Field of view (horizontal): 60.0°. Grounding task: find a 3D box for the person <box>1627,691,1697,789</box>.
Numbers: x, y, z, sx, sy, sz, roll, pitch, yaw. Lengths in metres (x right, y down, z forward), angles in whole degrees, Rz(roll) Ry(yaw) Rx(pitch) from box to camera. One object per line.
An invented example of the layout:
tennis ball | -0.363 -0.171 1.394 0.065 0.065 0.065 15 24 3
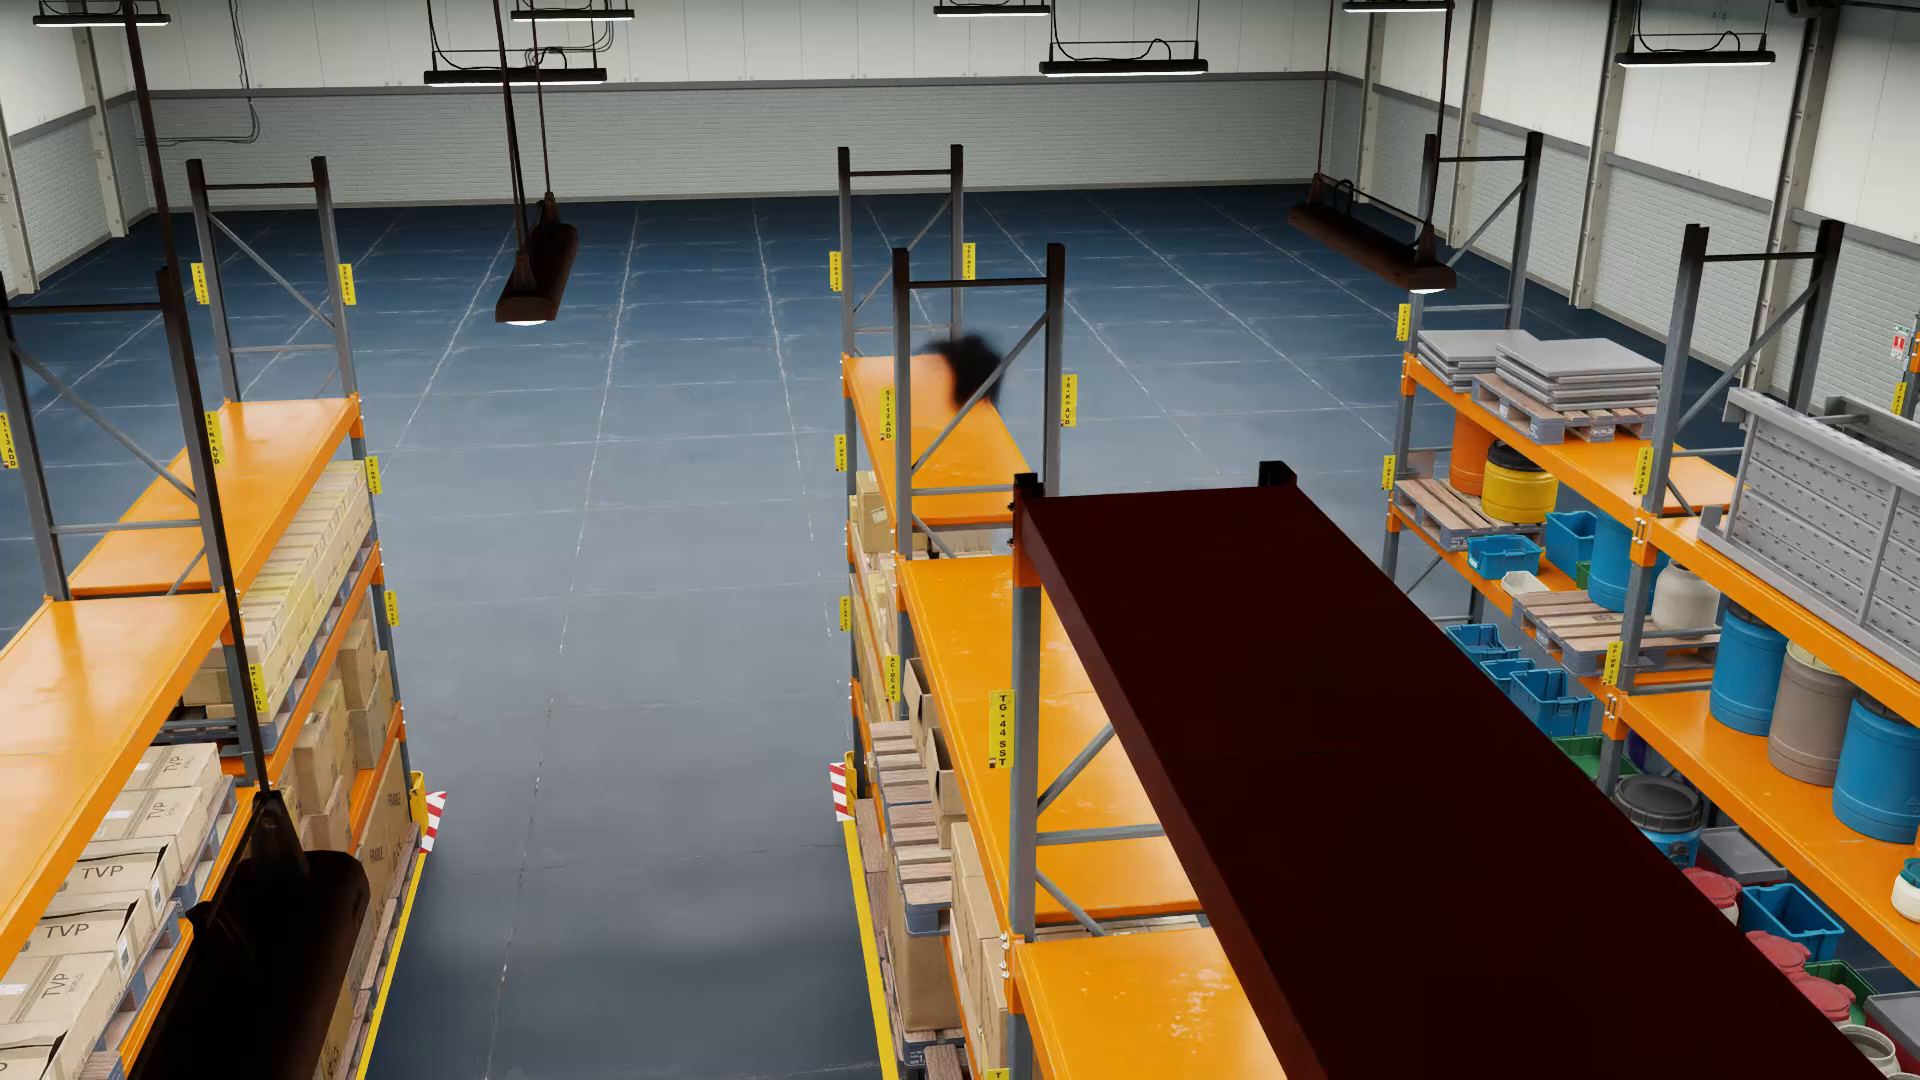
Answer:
person | 6.535 1.522 15.337 0.555 1.537 0.812 -11 24 -25
